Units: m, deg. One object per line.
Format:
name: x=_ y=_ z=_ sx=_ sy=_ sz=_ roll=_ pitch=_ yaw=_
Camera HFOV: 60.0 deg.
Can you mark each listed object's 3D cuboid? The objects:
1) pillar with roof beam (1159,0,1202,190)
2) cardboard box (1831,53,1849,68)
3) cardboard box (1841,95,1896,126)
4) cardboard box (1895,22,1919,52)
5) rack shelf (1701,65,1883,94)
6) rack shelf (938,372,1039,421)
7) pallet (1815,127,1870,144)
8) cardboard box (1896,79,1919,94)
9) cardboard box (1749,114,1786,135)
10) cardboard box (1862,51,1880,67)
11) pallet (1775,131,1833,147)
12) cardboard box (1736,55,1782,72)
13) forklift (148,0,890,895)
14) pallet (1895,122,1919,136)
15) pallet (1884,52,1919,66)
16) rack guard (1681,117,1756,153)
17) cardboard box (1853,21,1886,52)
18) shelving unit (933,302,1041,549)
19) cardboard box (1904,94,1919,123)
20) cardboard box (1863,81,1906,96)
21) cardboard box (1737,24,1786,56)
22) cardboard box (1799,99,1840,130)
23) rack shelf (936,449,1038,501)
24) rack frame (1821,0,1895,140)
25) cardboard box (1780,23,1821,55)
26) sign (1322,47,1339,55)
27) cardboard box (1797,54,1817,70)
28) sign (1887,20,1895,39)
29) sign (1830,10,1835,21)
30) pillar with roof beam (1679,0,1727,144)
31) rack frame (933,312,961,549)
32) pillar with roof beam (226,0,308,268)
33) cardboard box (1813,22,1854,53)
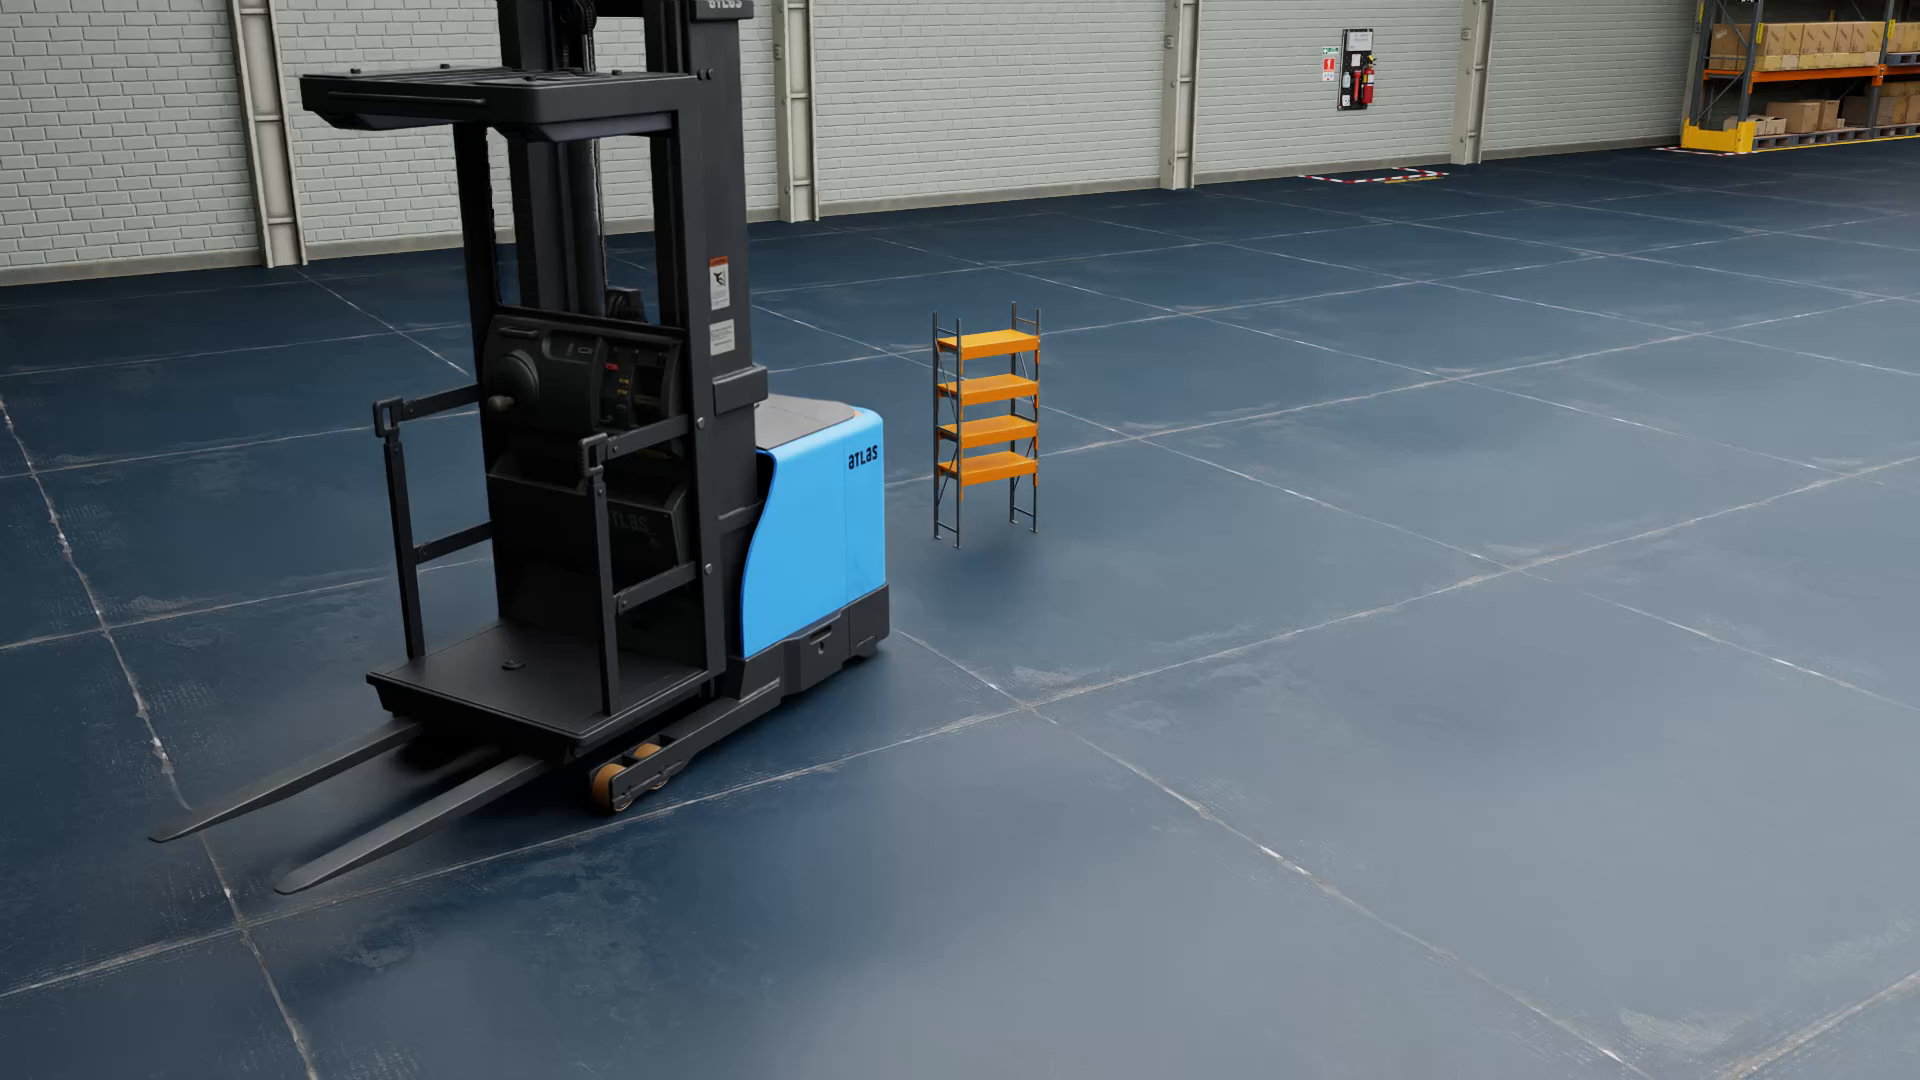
pillar with roof beam: x=5.415 y=-8.074 z=18.576 sx=0.400 sy=9.000 sz=9.100 roll=-12 pitch=22 yaw=-31
cardboard box: x=15.240 y=-8.443 z=29.237 sx=0.500 sy=0.250 sz=0.500 roll=-12 pitch=22 yaw=-32
cardboard box: x=16.907 y=-8.005 z=30.957 sx=0.500 sy=0.500 sz=0.700 roll=-11 pitch=22 yaw=-30
cardboard box: x=17.216 y=-9.280 z=30.667 sx=0.500 sy=0.500 sz=0.700 roll=-9 pitch=21 yaw=-26
rack shelf: x=14.631 y=-8.154 z=29.303 sx=4.000 sy=0.370 sz=1.077 roll=-12 pitch=22 yaw=-31
rack shelf: x=0.138 y=-0.746 z=8.589 sx=0.480 sy=0.148 sz=0.258 roll=-12 pitch=22 yaw=-31
pallet: x=15.760 y=-7.398 z=30.299 sx=1.213 sy=0.211 sz=1.003 roll=-12 pitch=22 yaw=-31
cardboard box: x=18.132 y=-8.615 z=31.588 sx=0.500 sy=0.250 sz=0.500 roll=-12 pitch=22 yaw=-32
cardboard box: x=14.064 y=-7.275 z=29.093 sx=0.500 sy=0.311 sz=0.500 roll=-10 pitch=21 yaw=-27
cardboard box: x=16.073 y=-8.621 z=29.764 sx=0.500 sy=0.250 sz=0.500 roll=-12 pitch=22 yaw=-31
pallet: x=14.740 y=-7.182 z=29.659 sx=1.213 sy=0.211 sz=1.003 roll=-12 pitch=22 yaw=-31
cardboard box: x=13.543 y=-8.082 z=28.170 sx=0.500 sy=0.250 sz=0.500 roll=-13 pitch=22 yaw=-33
forklift: x=-1.504 y=-0.595 z=5.929 sx=1.130 sy=2.935 sz=3.031 roll=11 pitch=22 yaw=29
pallet: x=17.971 y=-7.880 z=31.723 sx=1.213 sy=0.211 sz=1.003 roll=-12 pitch=22 yaw=-31
pallet: x=17.020 y=-8.852 z=30.544 sx=1.213 sy=0.211 sz=1.003 roll=-12 pitch=22 yaw=-31
rack guard: x=13.024 y=-6.972 z=28.586 sx=0.348 sy=0.500 sz=1.175 roll=-12 pitch=22 yaw=-31
cardboard box: x=16.077 y=-8.975 z=29.640 sx=0.500 sy=0.500 sz=0.500 roll=-12 pitch=22 yaw=-32
shelving unit: x=0.138 y=-0.598 z=8.639 sx=0.503 sy=1.200 sz=0.258 roll=-12 pitch=22 yaw=-31
cardboard box: x=17.759 y=-8.189 z=31.500 sx=0.500 sy=0.500 sz=0.700 roll=-12 pitch=22 yaw=-31
cardboard box: x=17.273 y=-8.439 z=31.069 sx=0.500 sy=0.250 sz=0.500 roll=-12 pitch=22 yaw=-33
cardboard box: x=13.525 y=-8.440 z=28.058 sx=0.500 sy=0.500 sz=0.500 roll=-12 pitch=22 yaw=-31
cardboard box: x=15.457 y=-7.678 z=29.988 sx=0.500 sy=0.500 sz=0.500 roll=-14 pitch=23 yaw=-35
rack shelf: x=0.138 y=-0.346 z=8.724 sx=0.480 sy=0.148 sz=0.258 roll=-12 pitch=22 yaw=-31
rack frame: x=16.301 y=-8.847 z=30.230 sx=0.127 sy=3.000 sz=1.000 roll=-12 pitch=22 yaw=-31
cardboard box: x=14.378 y=-8.614 z=28.572 sx=0.500 sy=0.500 sz=0.500 roll=-13 pitch=22 yaw=-33
sign: x=5.464 y=-7.212 z=24.510 sx=0.331 sy=0.109 sz=0.001 roll=-12 pitch=22 yaw=-31
cardboard box: x=14.397 y=-8.265 z=28.713 sx=0.500 sy=0.250 sz=0.500 roll=-12 pitch=22 yaw=-32
sign: x=16.606 y=-9.113 z=29.666 sx=0.005 sy=0.325 sz=0.100 roll=-12 pitch=22 yaw=-31
sign: x=15.993 y=-9.543 z=30.482 sx=0.005 sy=0.325 sz=0.100 roll=-12 pitch=22 yaw=-31
pillar with roof beam: x=15.437 y=-10.188 z=24.828 sx=0.400 sy=9.000 sz=9.100 roll=-12 pitch=22 yaw=-31
rack frame: x=-0.066 y=-0.555 z=8.512 sx=0.015 sy=1.200 sz=0.240 roll=-12 pitch=22 yaw=-31
pillar with roof beam: x=-4.607 y=-5.960 z=12.324 sx=0.400 sy=9.000 sz=9.100 roll=-12 pitch=22 yaw=-31
cardboard box: x=15.236 y=-8.799 z=29.122 sx=0.500 sy=0.500 sz=0.500 roll=-13 pitch=22 yaw=-33
